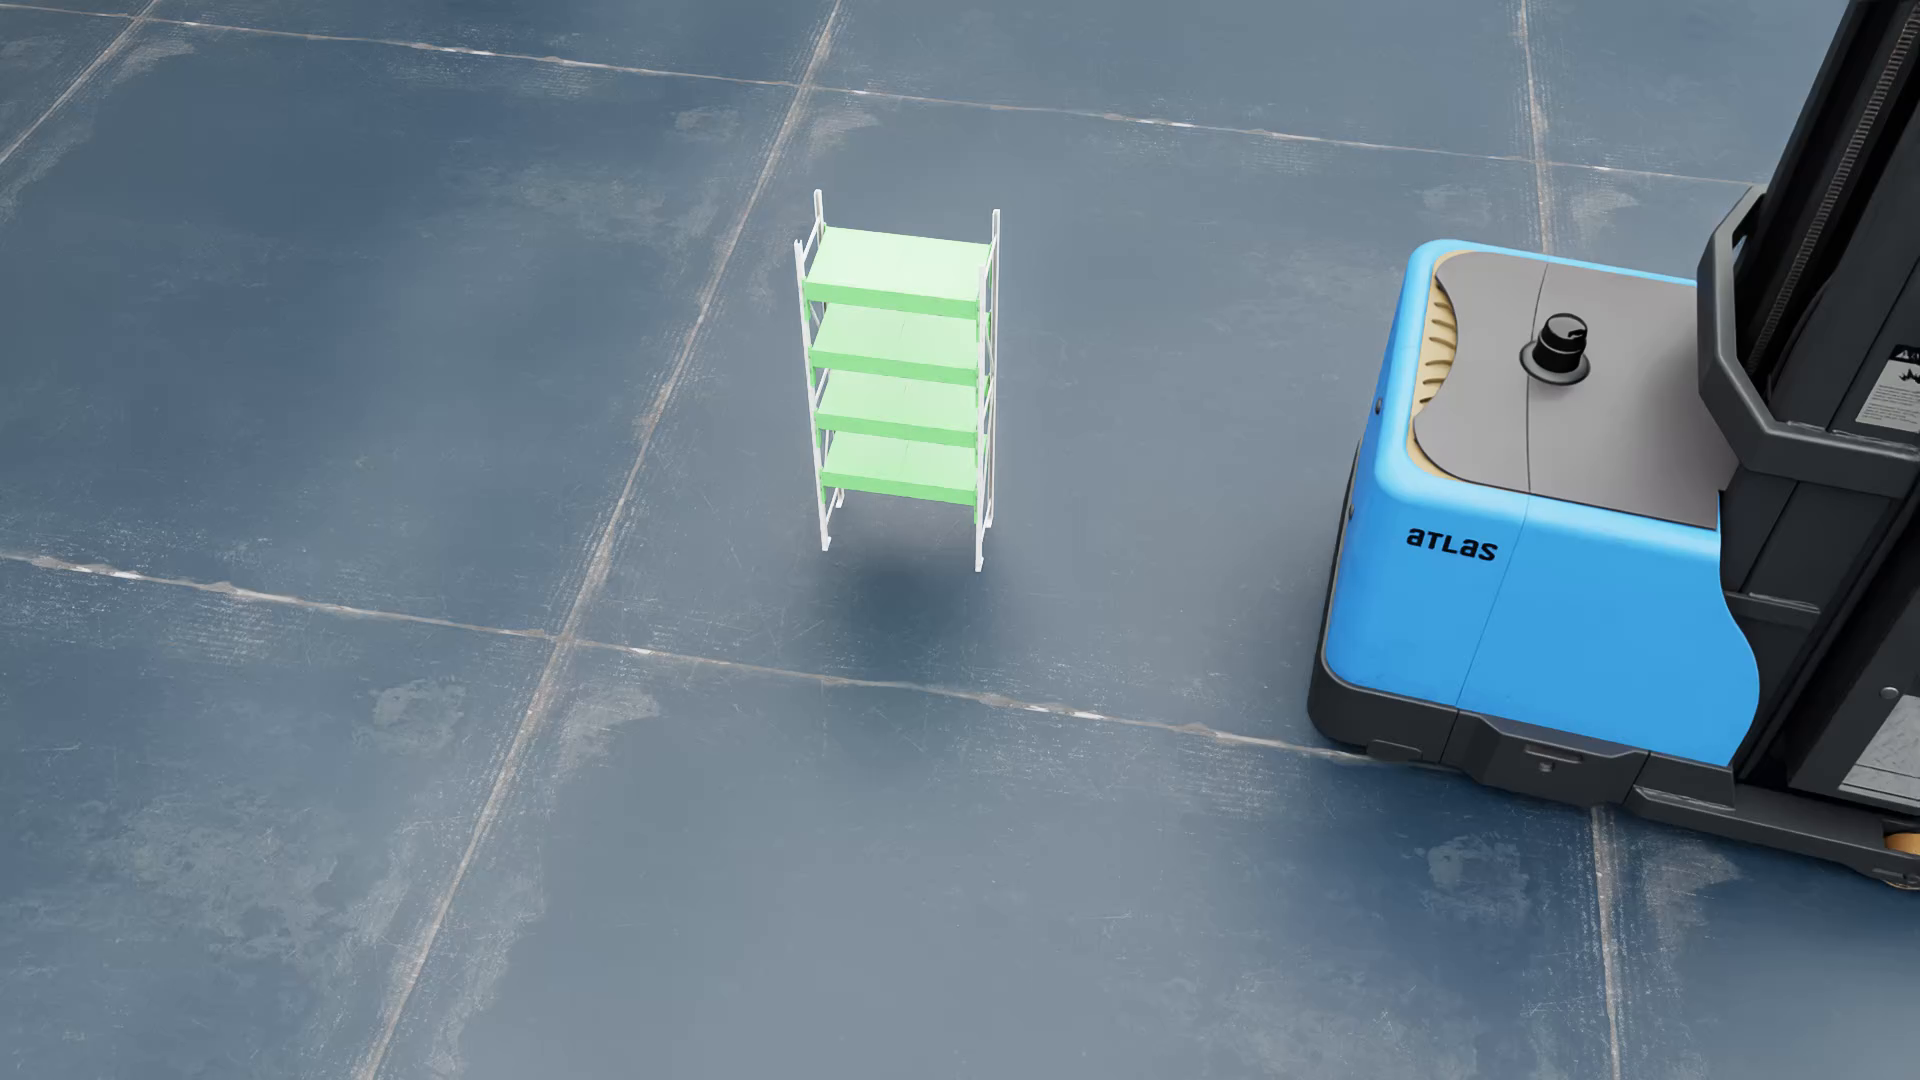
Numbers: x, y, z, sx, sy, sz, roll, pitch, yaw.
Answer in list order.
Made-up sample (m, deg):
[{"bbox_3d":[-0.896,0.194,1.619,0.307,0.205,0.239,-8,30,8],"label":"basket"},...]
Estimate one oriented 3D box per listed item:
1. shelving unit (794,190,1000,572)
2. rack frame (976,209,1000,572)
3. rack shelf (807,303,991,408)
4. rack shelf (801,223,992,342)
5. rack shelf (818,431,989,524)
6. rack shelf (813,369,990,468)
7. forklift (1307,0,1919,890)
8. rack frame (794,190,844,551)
[{"bbox_3d":[-0.163,-0.423,4.823,0.503,1.200,0.258,8,49,7],"label":"shelving unit"},{"bbox_3d":[0.077,-0.391,4.794,0.015,1.200,0.240,8,49,7],"label":"rack frame"},{"bbox_3d":[-0.163,-0.541,4.692,0.480,0.148,0.258,8,49,7],"label":"rack shelf"},{"bbox_3d":[-0.163,-0.701,4.514,0.480,0.148,0.258,8,49,7],"label":"rack shelf"},{"bbox_3d":[-0.163,-0.220,5.049,0.480,0.148,0.258,8,49,7],"label":"rack shelf"},{"bbox_3d":[-0.163,-0.380,4.871,0.480,0.148,0.258,8,49,7],"label":"rack shelf"},{"bbox_3d":[2.561,-0.456,3.689,3.031,2.935,1.130,12,49,11],"label":"forklift"},{"bbox_3d":[-0.403,-0.455,4.852,0.015,1.200,0.240,8,49,7],"label":"rack frame"}]
